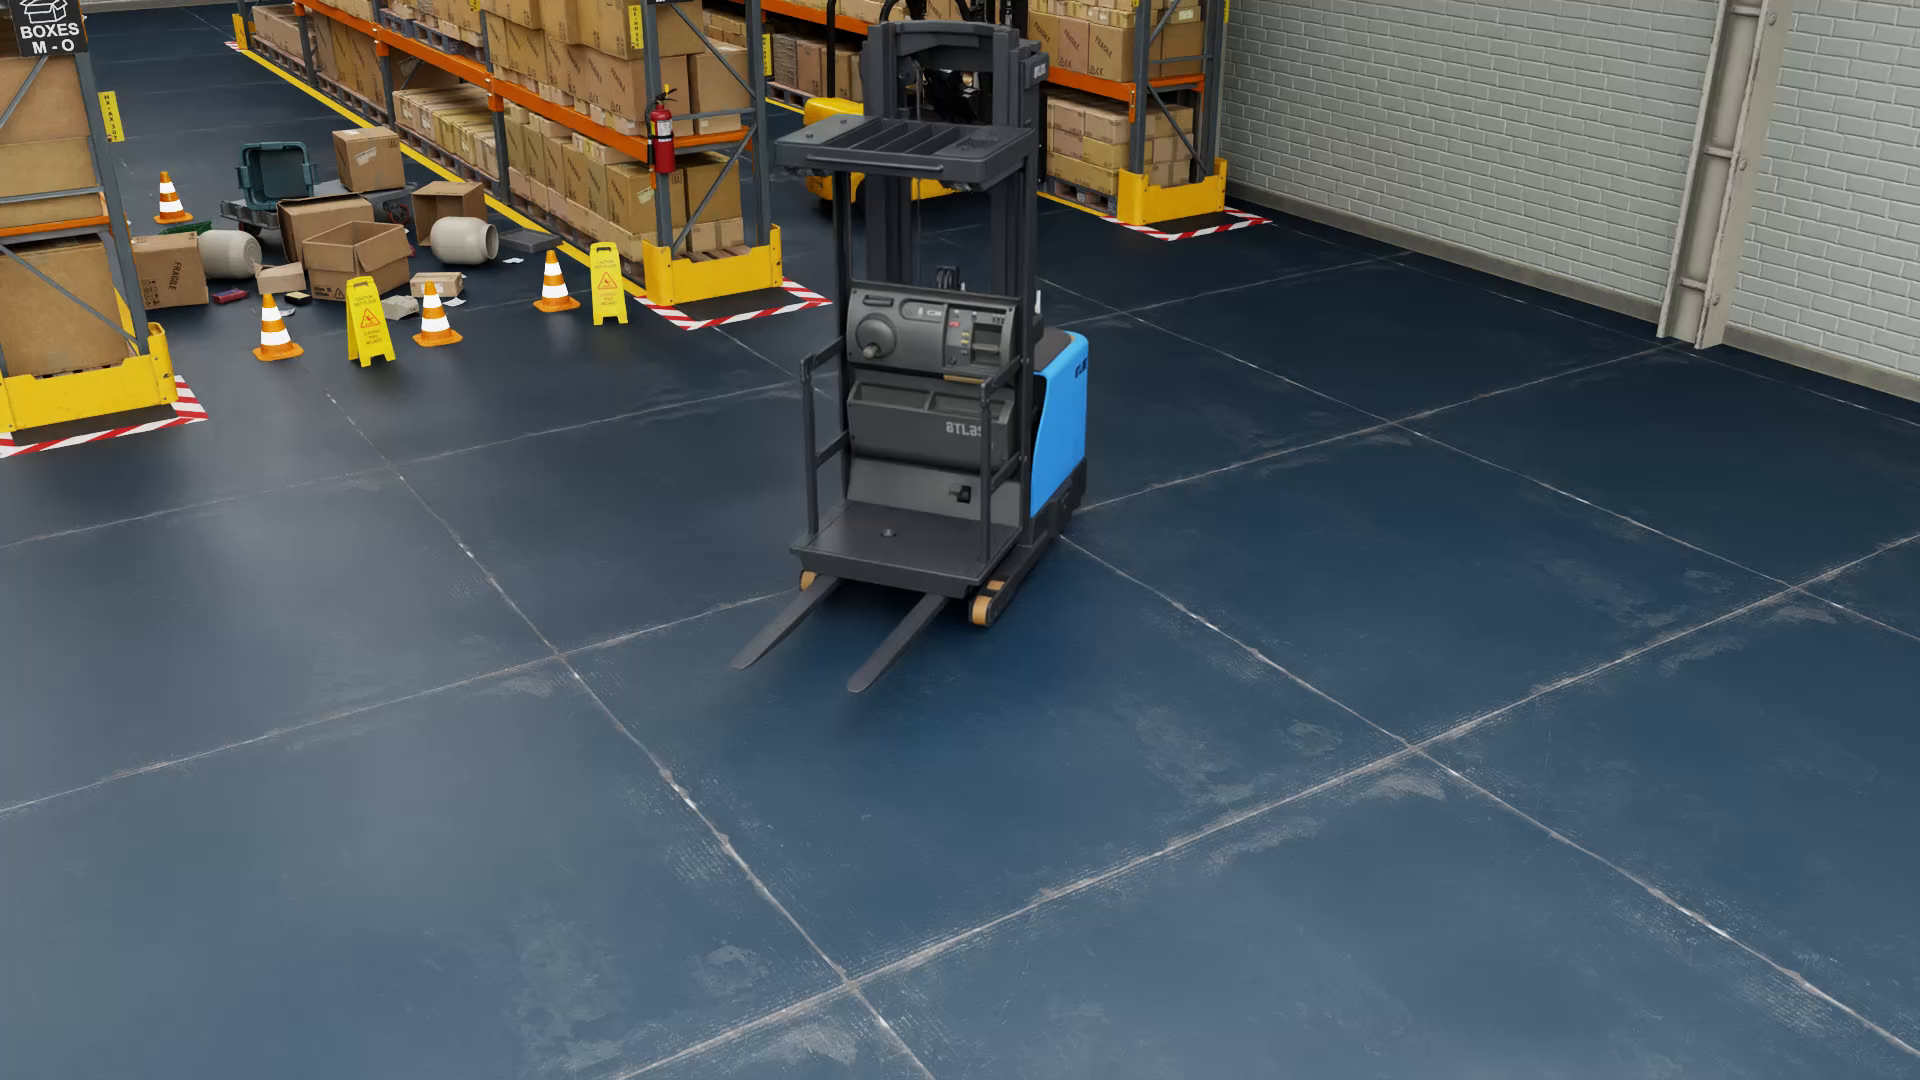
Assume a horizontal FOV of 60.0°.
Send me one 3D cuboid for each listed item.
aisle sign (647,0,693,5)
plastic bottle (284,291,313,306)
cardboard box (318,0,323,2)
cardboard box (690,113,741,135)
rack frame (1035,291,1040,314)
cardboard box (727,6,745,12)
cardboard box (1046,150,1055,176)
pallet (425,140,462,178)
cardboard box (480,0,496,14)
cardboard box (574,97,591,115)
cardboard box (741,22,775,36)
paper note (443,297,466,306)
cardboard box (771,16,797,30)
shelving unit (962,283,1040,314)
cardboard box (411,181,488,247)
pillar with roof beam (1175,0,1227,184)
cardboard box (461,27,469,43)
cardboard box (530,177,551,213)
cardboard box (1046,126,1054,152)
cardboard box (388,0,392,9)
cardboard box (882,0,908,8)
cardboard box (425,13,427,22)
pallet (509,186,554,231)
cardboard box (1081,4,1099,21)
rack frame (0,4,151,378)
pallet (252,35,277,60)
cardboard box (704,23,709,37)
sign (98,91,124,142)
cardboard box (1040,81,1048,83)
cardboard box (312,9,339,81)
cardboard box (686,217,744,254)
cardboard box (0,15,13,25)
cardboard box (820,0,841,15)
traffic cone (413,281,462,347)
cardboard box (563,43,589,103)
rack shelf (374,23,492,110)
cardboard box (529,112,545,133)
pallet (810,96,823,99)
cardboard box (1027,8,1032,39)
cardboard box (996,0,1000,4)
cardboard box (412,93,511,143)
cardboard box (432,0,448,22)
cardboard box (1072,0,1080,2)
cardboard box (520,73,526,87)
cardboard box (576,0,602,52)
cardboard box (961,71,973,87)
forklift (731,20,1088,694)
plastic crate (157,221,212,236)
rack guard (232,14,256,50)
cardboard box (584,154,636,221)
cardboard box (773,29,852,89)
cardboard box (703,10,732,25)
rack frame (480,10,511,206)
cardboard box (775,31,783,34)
[{"bbox_3d":[-2.266,-4.554,12.837,0.394,0.787,0.004,-16,29,-30],"label":"aisle sign"},{"bbox_3d":[-5.591,-2.039,13.998,0.283,0.061,0.133,18,31,33],"label":"plastic bottle"},{"bbox_3d":[-8.039,-7.101,21.455,0.500,0.250,0.500,-16,30,-30],"label":"cardboard box"},{"bbox_3d":[-2.069,-3.524,13.995,0.380,0.149,0.250,-15,29,-29],"label":"cardboard box"},{"bbox_3d":[0.441,-0.934,10.323,0.015,1.200,0.240,9,27,19],"label":"rack frame"},{"bbox_3d":[-3.153,-7.656,24.130,0.380,0.149,0.250,-17,30,-32],"label":"cardboard box"},{"bbox_3d":[1.050,-4.028,17.498,0.500,0.250,0.500,-15,29,-29],"label":"cardboard box"},{"bbox_3d":[-5.337,-4.352,18.722,1.003,0.211,1.213,-16,29,-30],"label":"pallet"},{"bbox_3d":[-4.182,-5.322,15.874,0.700,0.500,0.500,-16,30,-30],"label":"cardboard box"},{"bbox_3d":[-3.197,-3.879,14.748,0.380,0.149,0.250,-16,30,-30],"label":"cardboard box"},{"bbox_3d":[-2.749,-6.958,22.651,0.380,0.149,0.250,-17,30,-32],"label":"cardboard box"},{"bbox_3d":[-4.241,-1.999,13.949,0.142,0.019,0.148,18,31,33],"label":"paper note"},{"bbox_3d":[-2.413,-7.201,23.166,0.380,0.149,0.250,-15,29,-28],"label":"cardboard box"},{"bbox_3d":[0.212,-0.971,10.401,0.503,1.200,0.258,9,27,19],"label":"shelving unit"},{"bbox_3d":[-4.796,-3.069,15.662,0.500,0.500,0.500,3,25,6],"label":"cardboard box"},{"bbox_3d":[-1.132,-6.795,13.602,9.100,9.000,0.400,-16,29,-30],"label":"pillar with roof beam"},{"bbox_3d":[-4.882,-5.193,17.039,0.380,0.149,0.250,-17,30,-31],"label":"cardboard box"},{"bbox_3d":[-3.844,-3.383,16.131,0.500,0.250,0.500,-14,29,-27],"label":"cardboard box"},{"bbox_3d":[1.008,-4.261,17.406,0.500,0.250,0.500,-16,30,-31],"label":"cardboard box"},{"bbox_3d":[-6.402,-6.246,19.269,0.380,0.149,0.250,-17,30,-32],"label":"cardboard box"},{"bbox_3d":[-0.566,-6.331,19.237,0.500,0.250,0.500,-16,30,-31],"label":"cardboard box"},{"bbox_3d":[-5.649,-5.765,18.251,0.380,0.149,0.250,-14,29,-28],"label":"cardboard box"},{"bbox_3d":[-3.844,-3.405,16.717,1.003,0.211,1.213,-16,29,-30],"label":"pallet"},{"bbox_3d":[1.421,-5.215,16.406,0.380,0.149,0.250,-15,29,-29],"label":"cardboard box"},{"bbox_3d":[-6.149,-2.278,11.062,1.000,3.000,0.127,-16,29,-30],"label":"rack frame"},{"bbox_3d":[-10.289,-7.662,25.733,1.003,0.211,1.213,-16,29,-30],"label":"pallet"},{"bbox_3d":[-3.530,-7.197,23.919,0.500,0.500,0.500,-17,30,-31],"label":"cardboard box"},{"bbox_3d":[-5.681,-2.833,11.130,0.100,0.325,0.005,-16,29,-30],"label":"sign"},{"bbox_3d":[0.901,-4.962,18.306,0.500,0.250,0.500,-15,29,-29],"label":"cardboard box"},{"bbox_3d":[-8.202,-6.786,22.608,0.875,0.875,0.875,-15,29,-28],"label":"cardboard box"},{"bbox_3d":[-2.266,-2.767,14.827,0.500,0.250,0.500,-16,30,-30],"label":"cardboard box"},{"bbox_3d":[-7.287,-3.542,12.299,0.875,0.550,0.500,-16,29,-30],"label":"cardboard box"},{"bbox_3d":[-1.391,-6.654,20.508,0.500,0.250,0.500,-14,29,-28],"label":"cardboard box"},{"bbox_3d":[-4.117,-1.793,13.007,0.336,0.463,0.334,-16,29,-30],"label":"traffic cone"},{"bbox_3d":[-3.124,-4.137,14.535,0.500,0.500,0.500,-16,29,-30],"label":"cardboard box"},{"bbox_3d":[-5.332,-5.288,18.282,1.077,0.370,4.000,-16,29,-30],"label":"rack shelf"},{"bbox_3d":[-3.845,-3.961,15.718,0.380,0.149,0.250,-14,29,-28],"label":"cardboard box"},{"bbox_3d":[-1.189,-5.487,21.125,1.003,0.211,1.213,-16,29,-30],"label":"pallet"},{"bbox_3d":[0.772,-5.334,17.418,0.500,0.500,0.500,-15,29,-29],"label":"cardboard box"},{"bbox_3d":[0.545,-5.755,17.551,0.380,0.149,0.250,-17,30,-31],"label":"cardboard box"},{"bbox_3d":[-5.714,-4.864,19.127,0.950,0.372,0.625,-16,30,-31],"label":"cardboard box"},{"bbox_3d":[-5.233,-5.743,17.444,0.500,0.500,0.500,-14,29,-28],"label":"cardboard box"},{"bbox_3d":[1.328,-5.453,16.561,0.380,0.149,0.250,-15,29,-29],"label":"cardboard box"},{"bbox_3d":[-3.985,-4.431,15.917,0.380,0.149,0.250,-16,29,-30],"label":"cardboard box"},{"bbox_3d":[-2.789,-4.414,13.950,0.700,0.500,0.500,-15,29,-29],"label":"cardboard box"},{"bbox_3d":[0.188,-5.024,18.436,0.500,0.250,0.500,-15,29,-29],"label":"cardboard box"},{"bbox_3d":[-0.235,-1.068,8.579,1.130,2.935,3.031,9,27,19],"label":"forklift"},{"bbox_3d":[-7.140,-2.706,15.196,0.450,0.188,0.662,-10,25,2],"label":"plastic crate"},{"bbox_3d":[-10.804,-8.069,26.257,1.175,0.500,0.348,-16,29,-30],"label":"rack guard"},{"bbox_3d":[-3.000,-3.165,14.791,0.500,0.500,0.500,-14,29,-28],"label":"cardboard box"},{"bbox_3d":[-1.938,-6.377,22.035,0.875,0.625,0.625,-15,29,-28],"label":"cardboard box"},{"bbox_3d":[-3.450,-7.439,23.670,0.380,0.149,0.250,-17,30,-32],"label":"cardboard box"},{"bbox_3d":[-4.241,-4.898,16.613,1.000,3.000,0.127,-16,29,-30],"label":"rack frame"},{"bbox_3d":[-2.263,-6.763,22.998,0.500,0.500,0.500,-14,29,-28],"label":"cardboard box"}]
